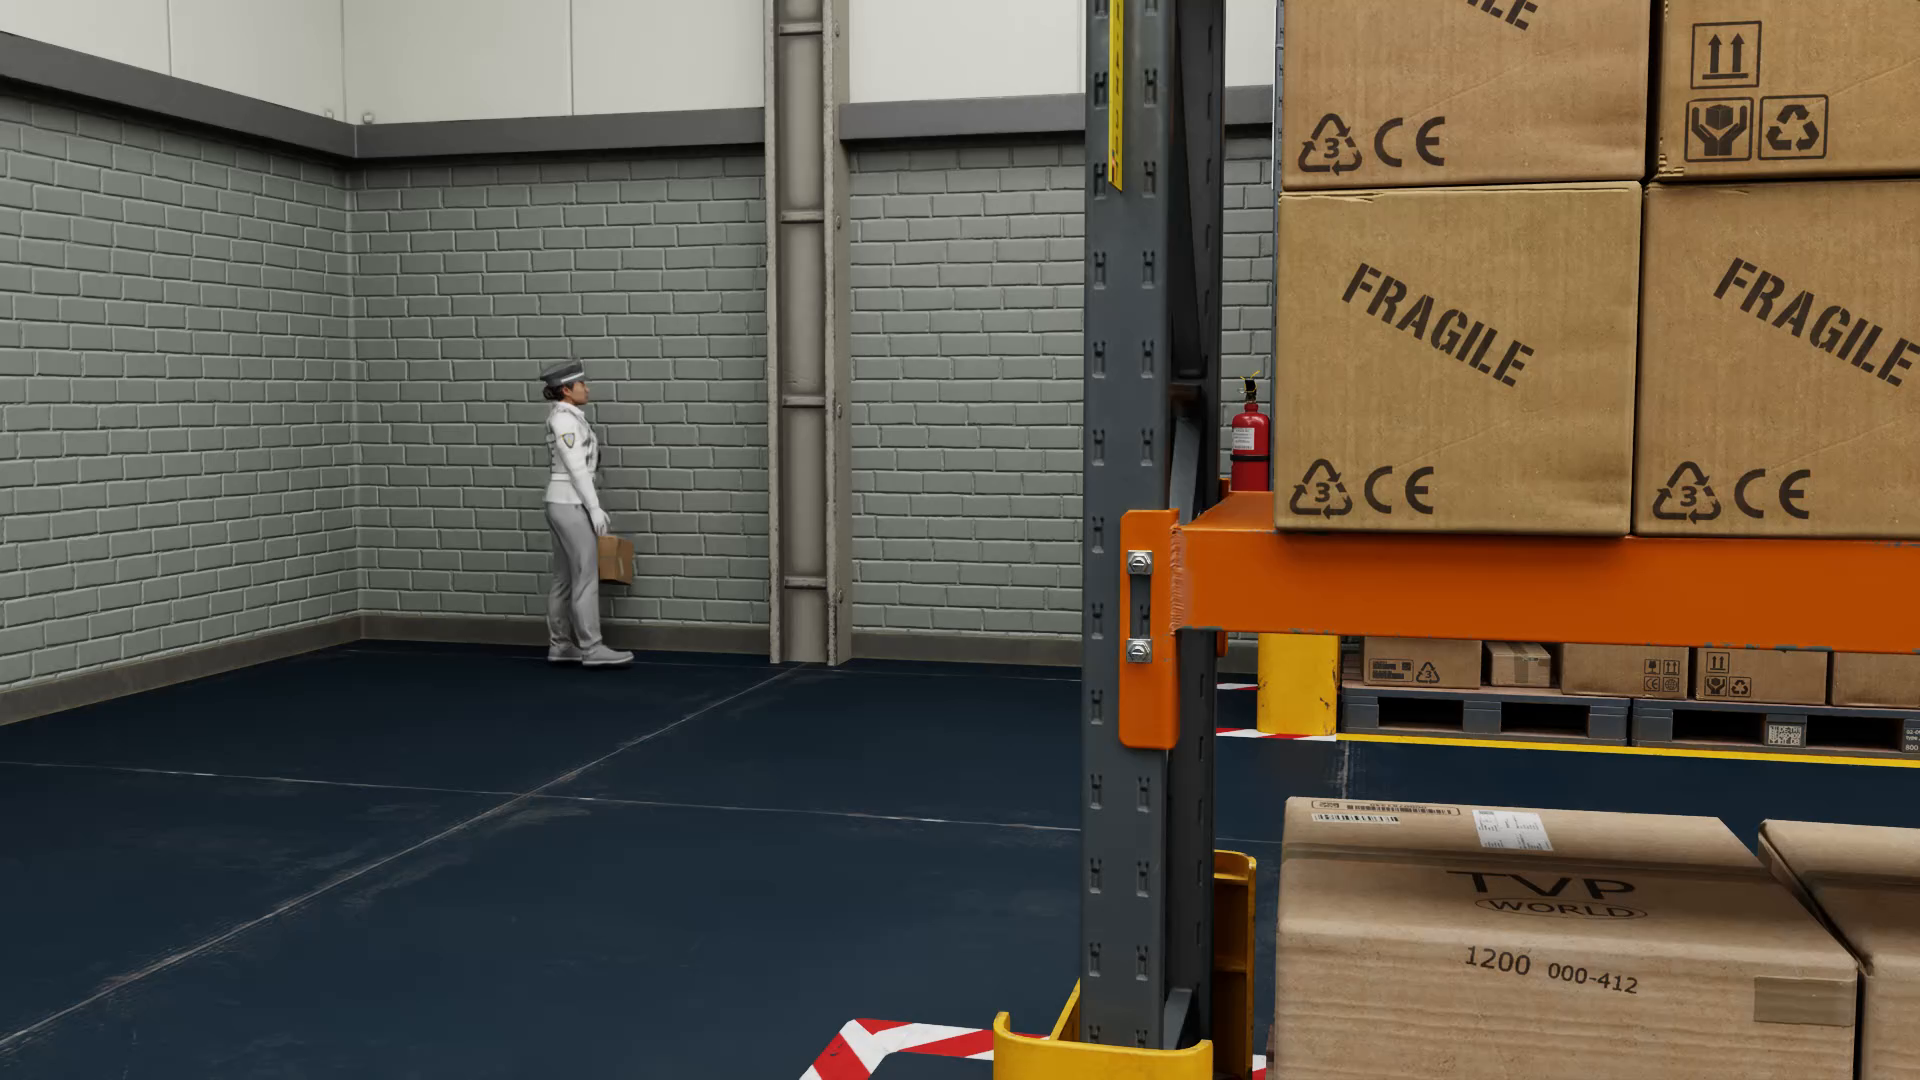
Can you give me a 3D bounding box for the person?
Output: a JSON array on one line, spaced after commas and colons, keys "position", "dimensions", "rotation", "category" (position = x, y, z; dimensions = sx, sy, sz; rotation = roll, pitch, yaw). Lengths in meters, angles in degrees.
[{"position": [-2.061, -0.156, 9.178], "dimensions": [0.476, 1.696, 0.512], "rotation": [-1, 5, -15], "category": "person"}]
